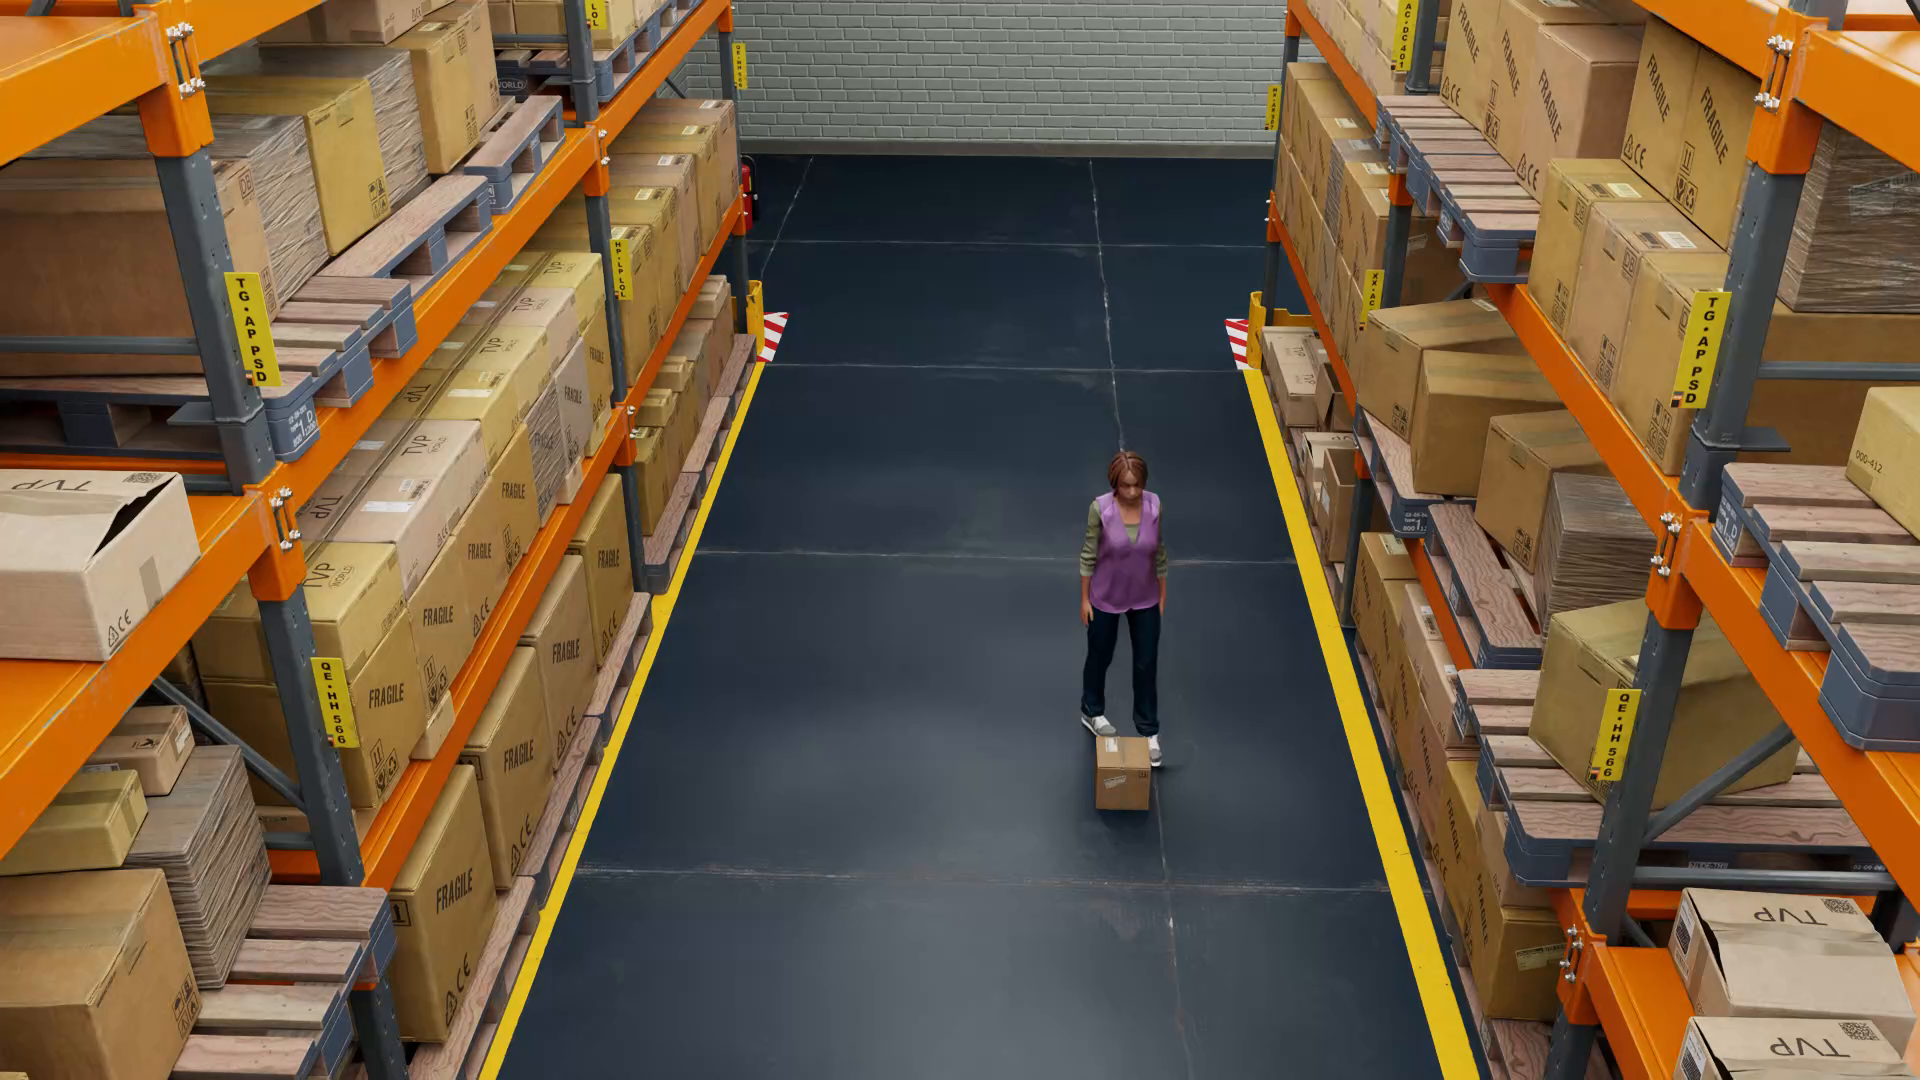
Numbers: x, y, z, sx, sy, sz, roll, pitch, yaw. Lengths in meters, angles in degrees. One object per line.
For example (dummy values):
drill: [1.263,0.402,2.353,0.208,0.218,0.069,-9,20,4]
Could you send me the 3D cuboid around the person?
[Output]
person: [0.822,0.309,8.074,0.405,1.605,0.311,2,28,3]
